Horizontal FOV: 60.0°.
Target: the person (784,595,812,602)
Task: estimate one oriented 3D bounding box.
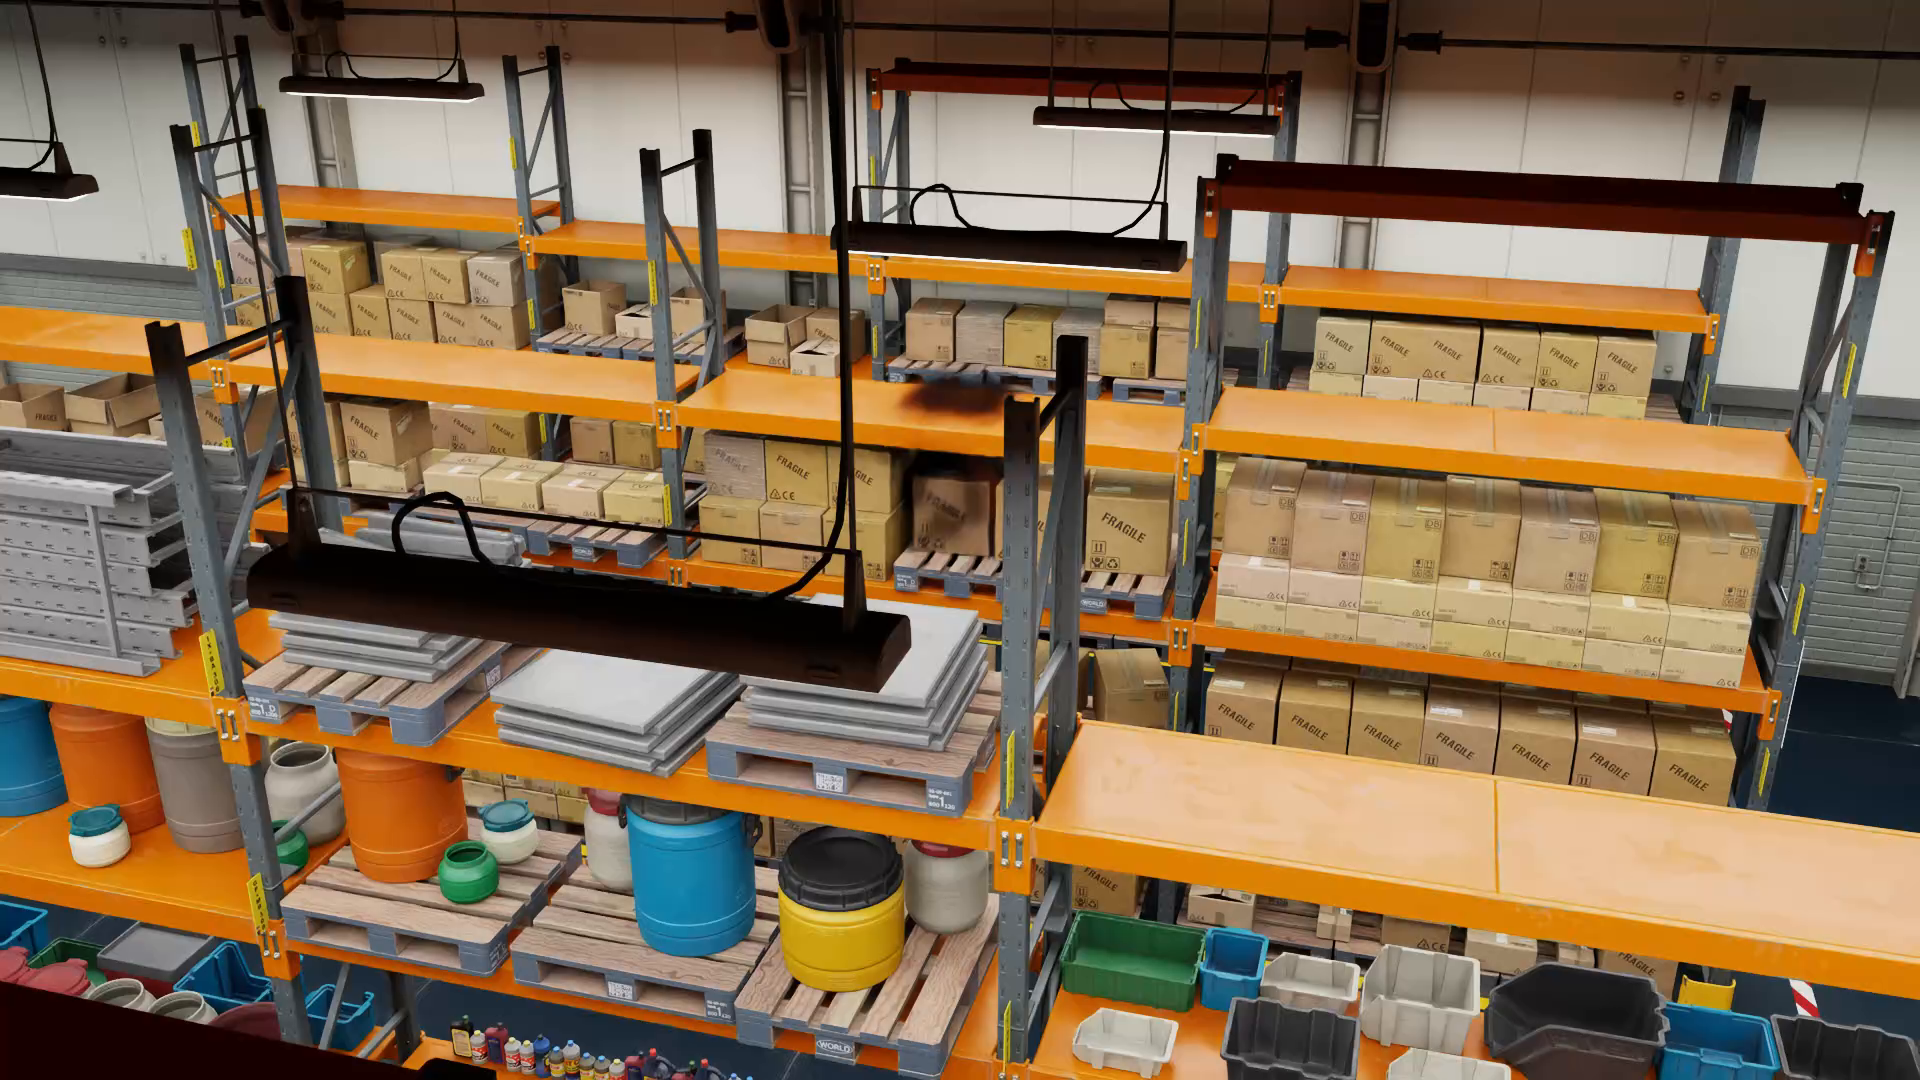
[{"bbox_3d":[-1.629,0.563,17.153,0.607,1.784,0.487,12,25,27],"label":"person"}]
